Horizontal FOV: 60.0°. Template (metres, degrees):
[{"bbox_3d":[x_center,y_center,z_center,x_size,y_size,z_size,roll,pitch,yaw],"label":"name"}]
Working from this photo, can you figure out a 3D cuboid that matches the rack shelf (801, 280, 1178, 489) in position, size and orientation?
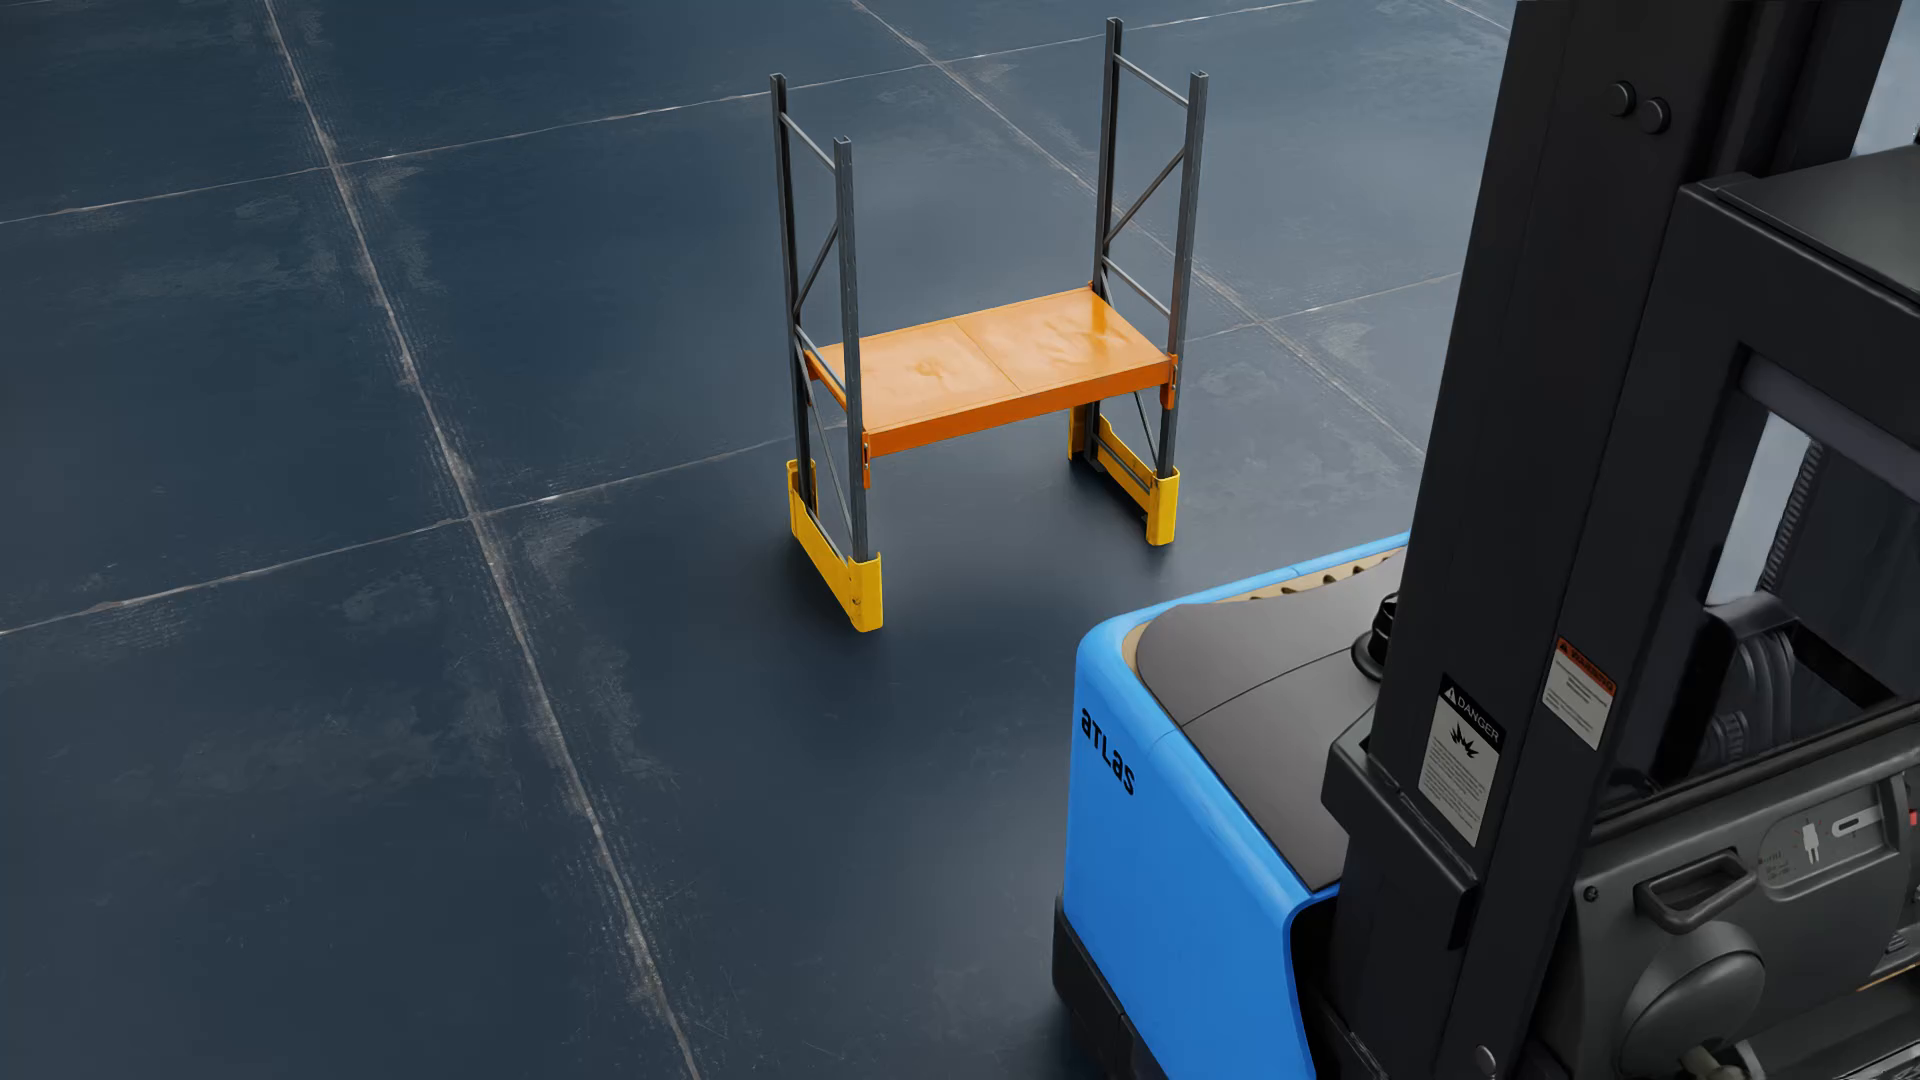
[{"bbox_3d":[0.077,-0.480,4.939,1.000,0.185,0.538,-16,39,-20],"label":"rack shelf"}]

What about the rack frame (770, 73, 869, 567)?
[{"bbox_3d":[-0.383,-0.495,4.659,0.032,1.500,0.500,-16,39,-20],"label":"rack frame"}]

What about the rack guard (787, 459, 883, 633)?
[{"bbox_3d":[-0.382,0.006,5.032,0.087,0.250,0.587,-16,39,-20],"label":"rack guard"}]

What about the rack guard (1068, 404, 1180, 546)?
[{"bbox_3d":[0.520,-0.246,5.371,0.087,0.250,0.587,-16,39,-20],"label":"rack guard"}]

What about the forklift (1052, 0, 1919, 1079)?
[{"bbox_3d":[1.270,0.538,2.064,1.130,2.935,3.031,-15,39,-19],"label":"forklift"}]

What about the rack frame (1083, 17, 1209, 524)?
[{"bbox_3d":[0.537,-0.753,5.006,0.032,1.500,0.500,-16,39,-20],"label":"rack frame"}]

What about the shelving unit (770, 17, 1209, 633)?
[{"bbox_3d":[0.069,-0.622,4.829,1.083,1.500,0.587,-16,39,-20],"label":"shelving unit"}]
